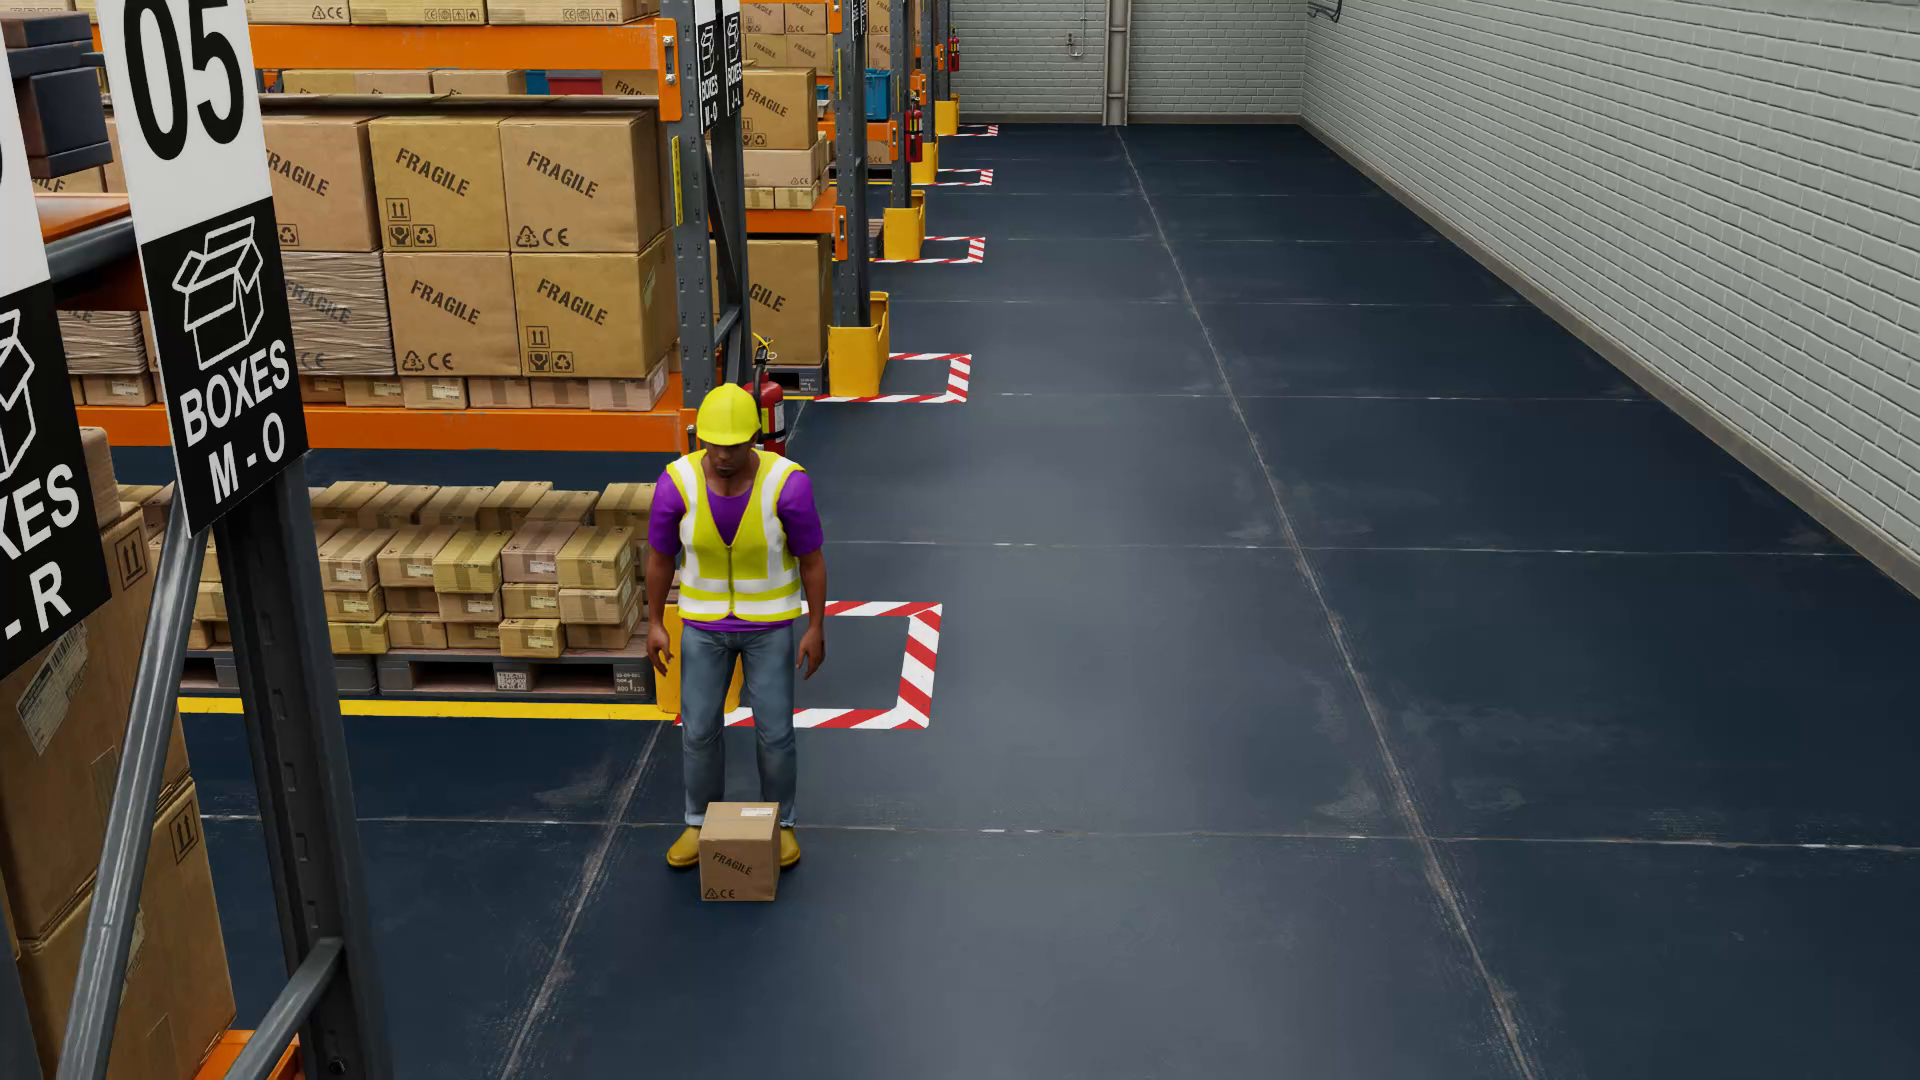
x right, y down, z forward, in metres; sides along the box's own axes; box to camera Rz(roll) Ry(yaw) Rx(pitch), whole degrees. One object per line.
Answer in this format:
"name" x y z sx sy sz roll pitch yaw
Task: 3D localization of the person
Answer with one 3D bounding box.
"person" -0.773 0.301 5.754 0.627 1.761 0.456 1 21 2
